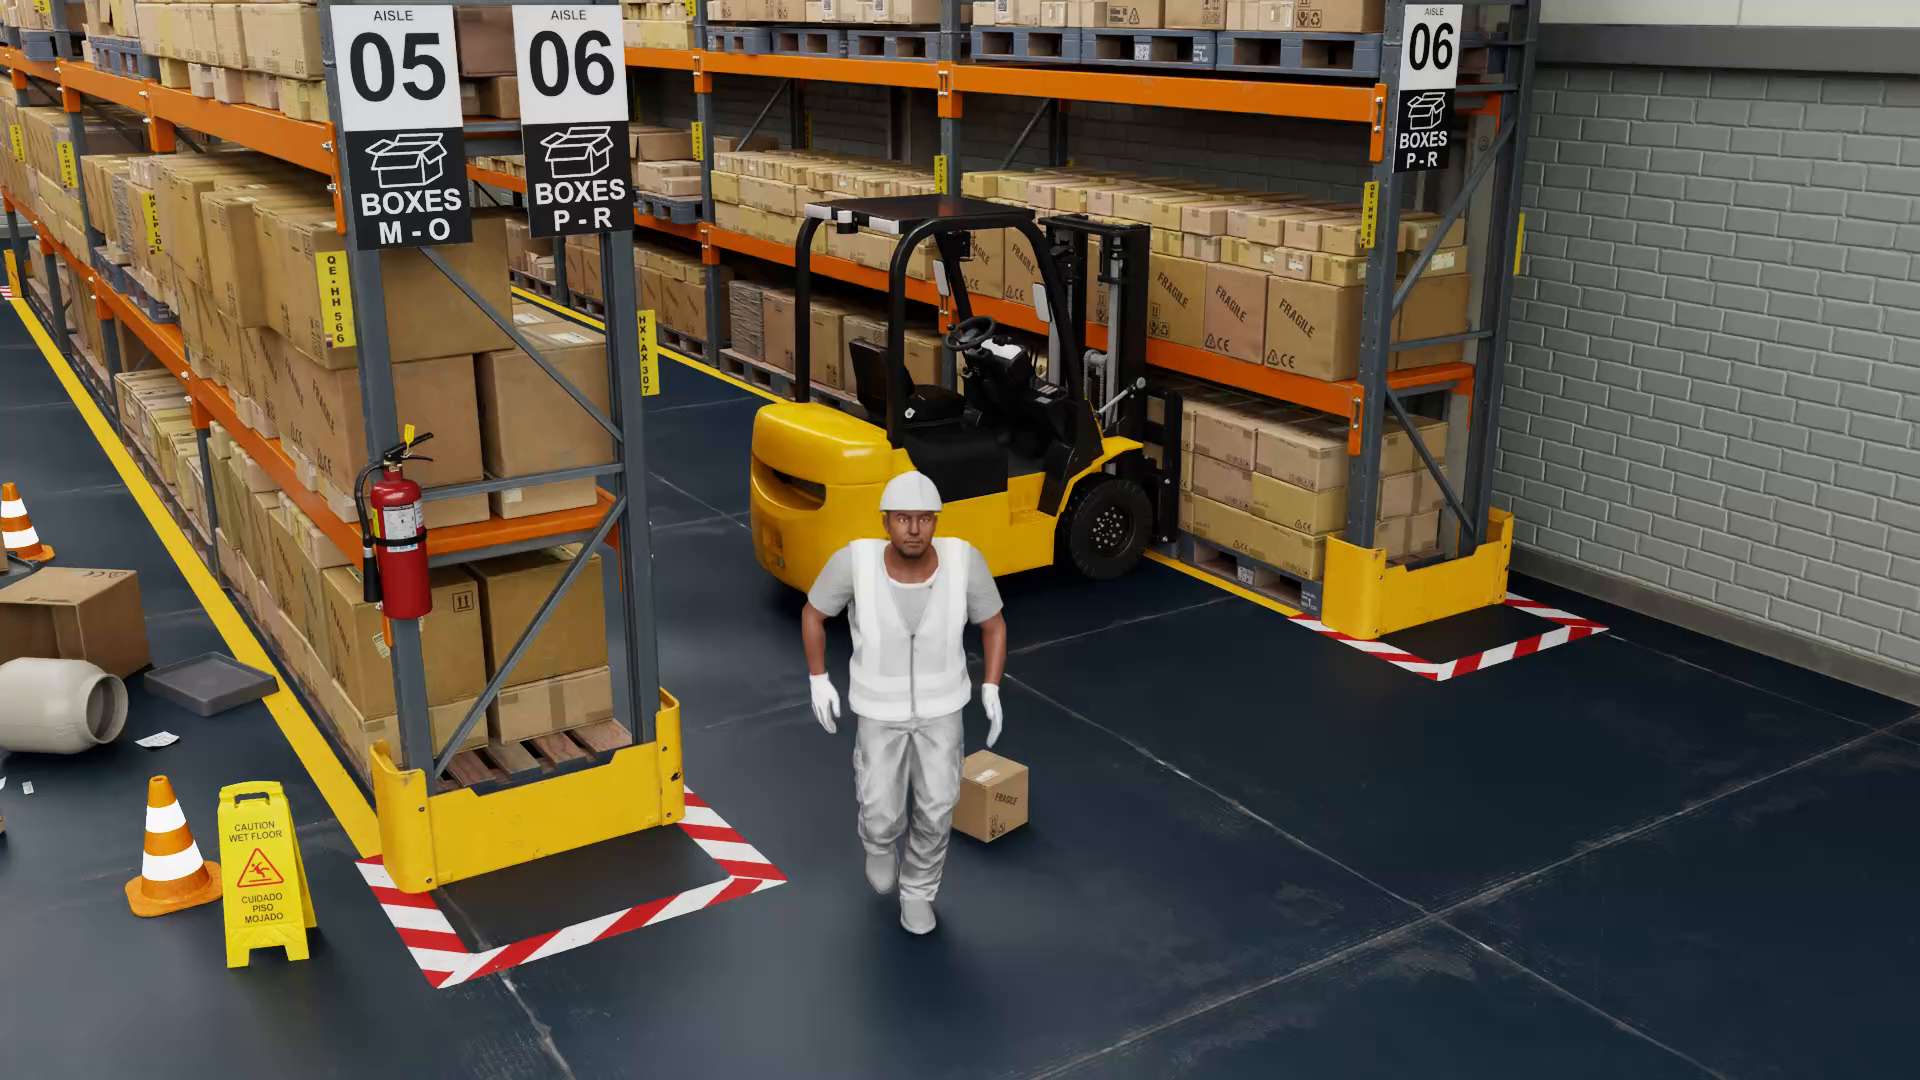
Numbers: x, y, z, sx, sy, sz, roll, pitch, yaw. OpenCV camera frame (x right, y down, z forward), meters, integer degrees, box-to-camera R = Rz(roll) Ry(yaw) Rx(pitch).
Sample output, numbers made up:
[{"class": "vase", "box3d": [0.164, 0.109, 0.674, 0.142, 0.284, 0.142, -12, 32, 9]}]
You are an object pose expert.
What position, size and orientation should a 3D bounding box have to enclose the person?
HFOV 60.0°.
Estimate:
[{"class": "person", "box3d": [-0.189, 0.567, 5.849, 0.711, 1.718, 0.575, -3, 18, -8]}]
